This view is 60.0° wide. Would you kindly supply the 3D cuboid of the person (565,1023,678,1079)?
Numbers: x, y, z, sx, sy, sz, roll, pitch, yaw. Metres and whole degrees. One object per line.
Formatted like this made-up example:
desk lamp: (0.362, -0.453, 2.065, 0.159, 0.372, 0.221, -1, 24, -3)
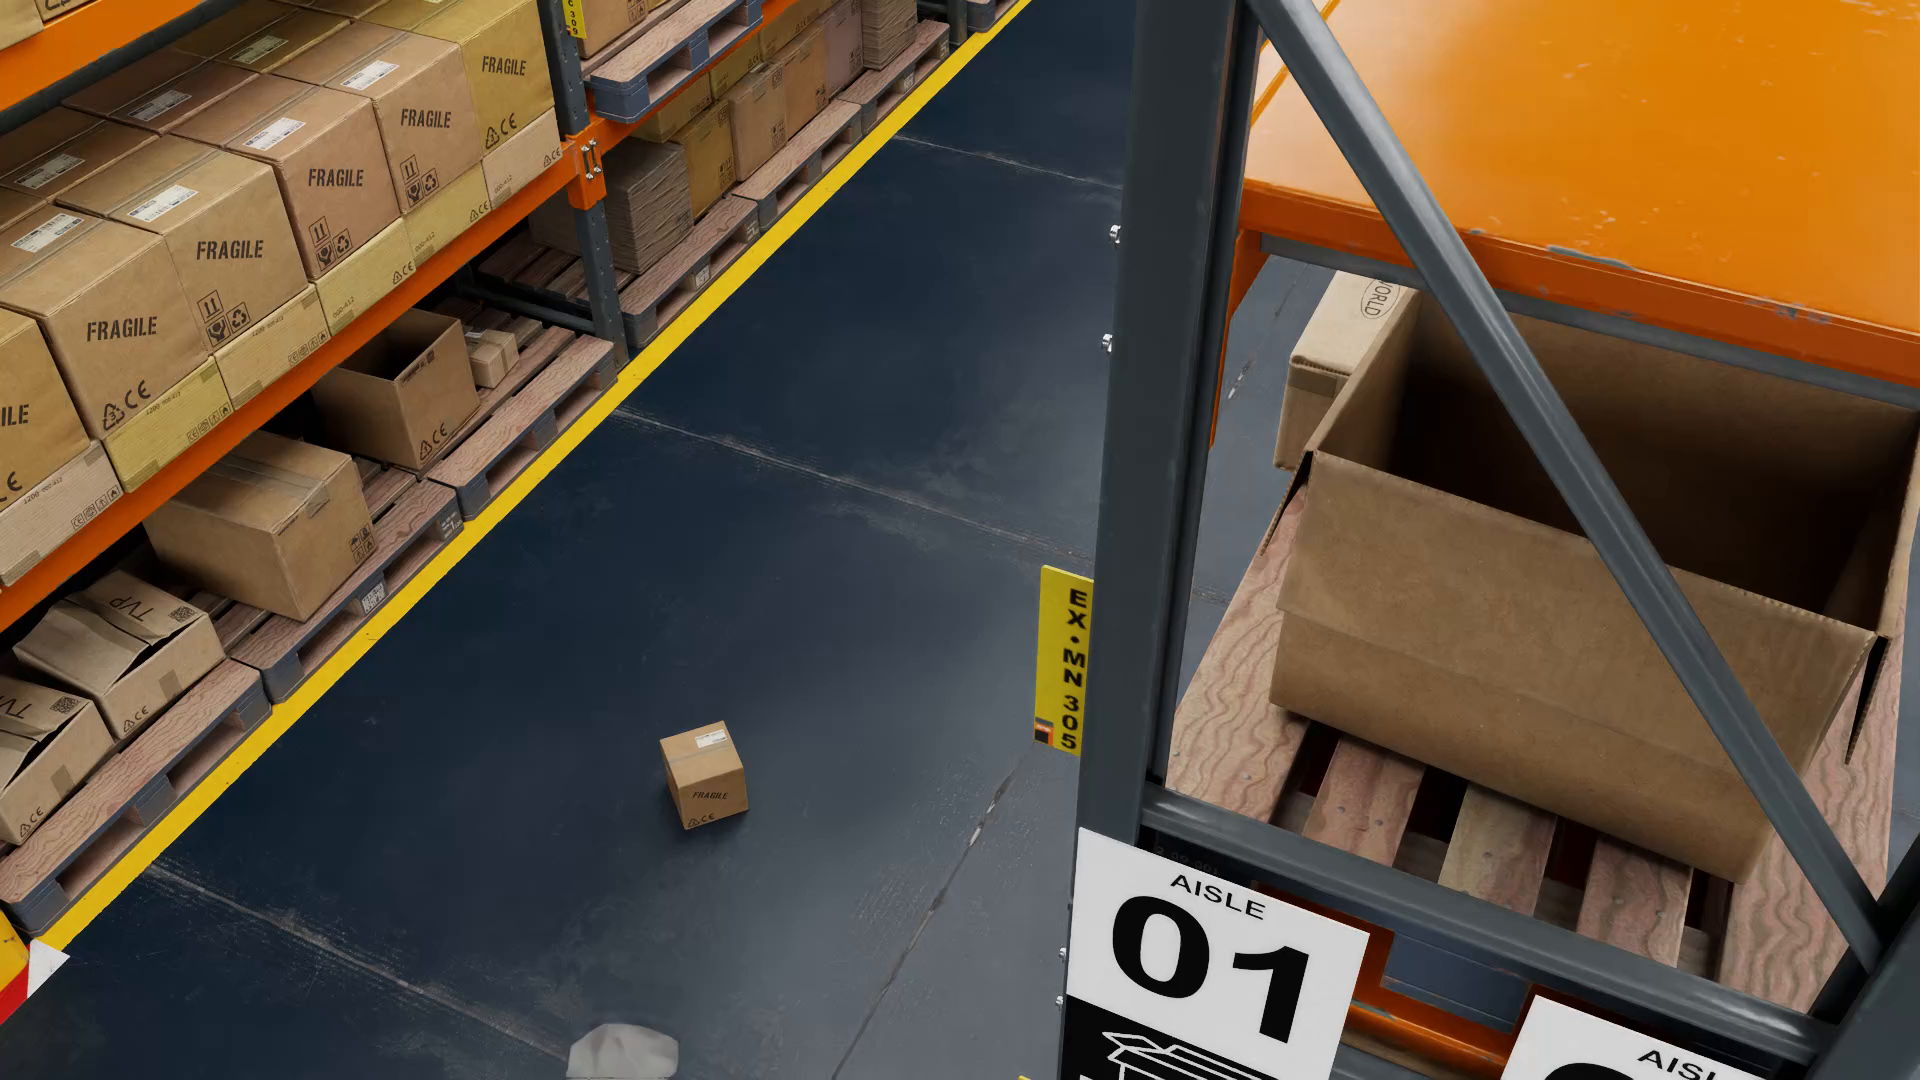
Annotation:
person: (-0.758, 1.830, 4.107, 0.495, 1.646, 0.914, 1, 42, 1)
